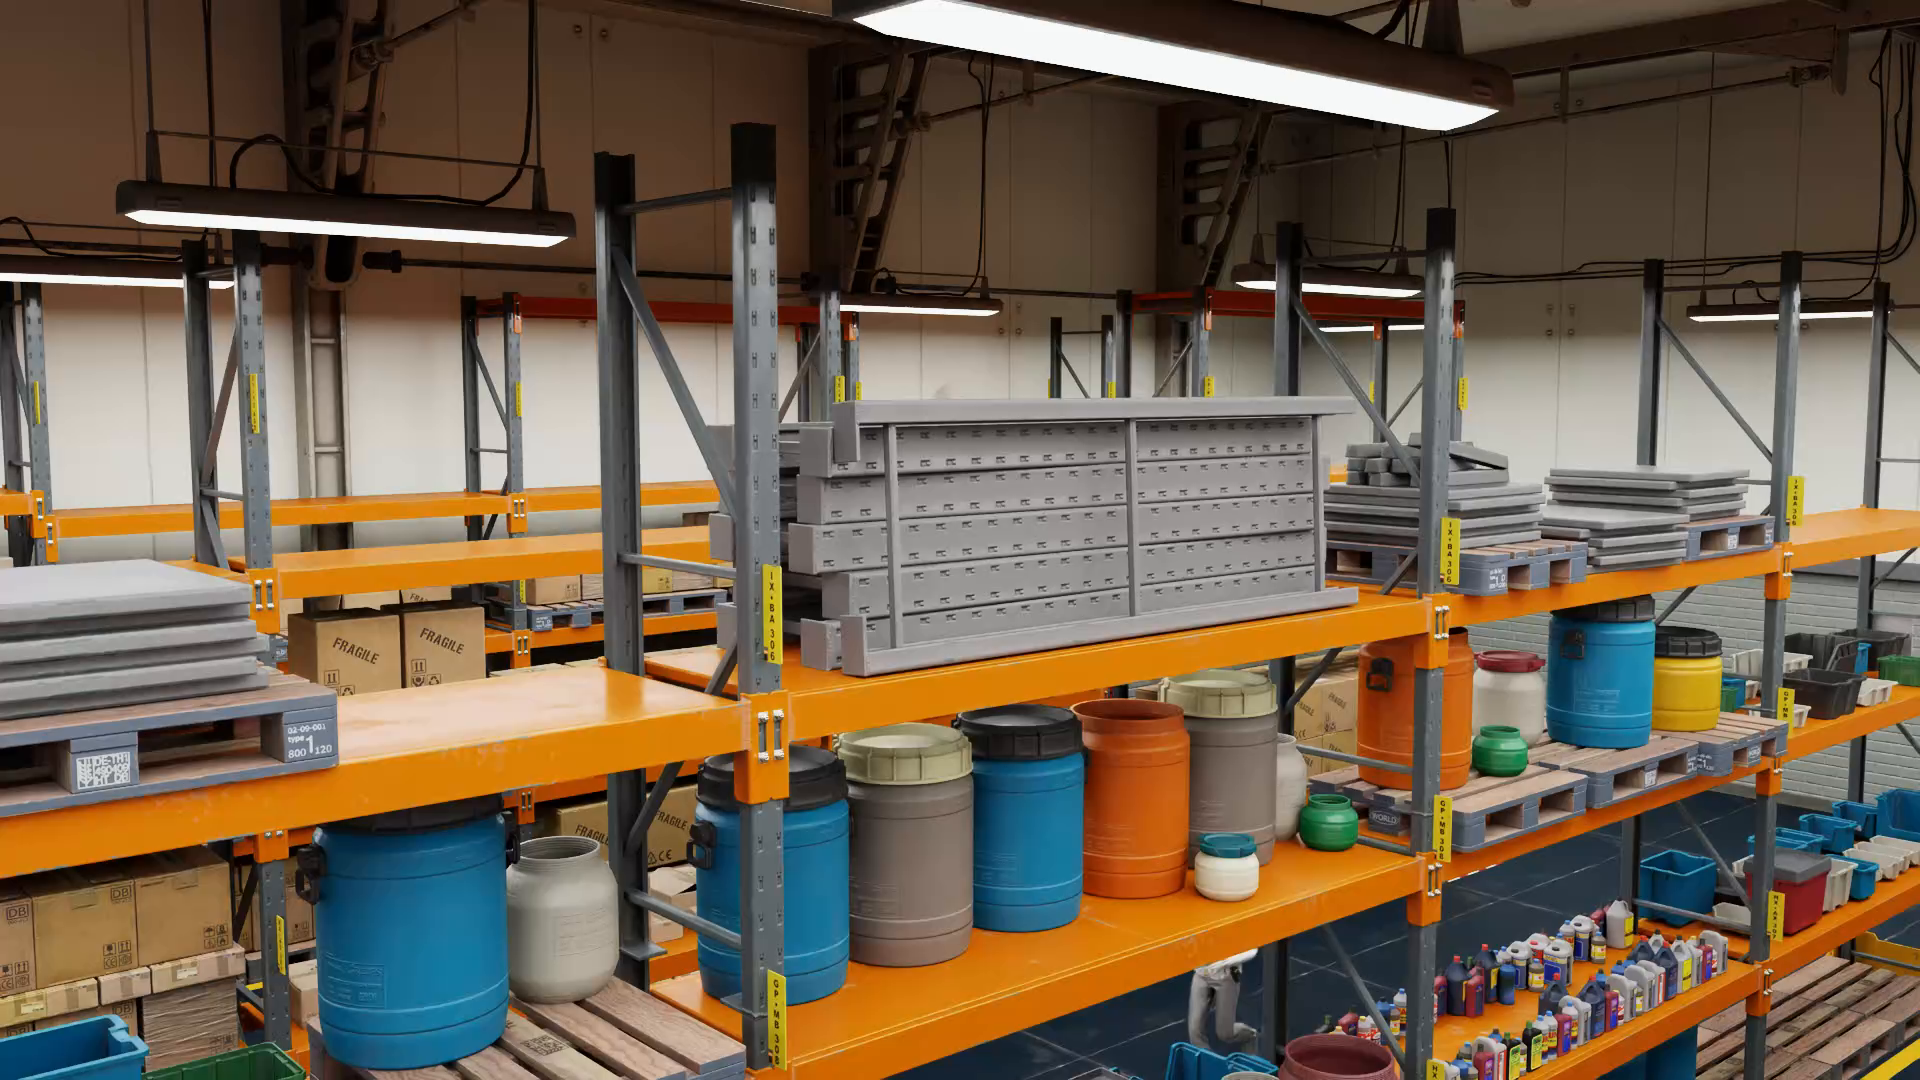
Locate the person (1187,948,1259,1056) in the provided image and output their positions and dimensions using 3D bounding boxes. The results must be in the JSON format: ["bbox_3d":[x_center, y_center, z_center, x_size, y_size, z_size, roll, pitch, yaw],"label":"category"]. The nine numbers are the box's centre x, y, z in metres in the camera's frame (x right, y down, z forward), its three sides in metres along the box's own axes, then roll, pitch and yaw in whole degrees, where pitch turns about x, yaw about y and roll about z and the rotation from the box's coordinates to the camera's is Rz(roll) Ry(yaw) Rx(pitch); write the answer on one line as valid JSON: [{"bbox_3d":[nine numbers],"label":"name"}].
[{"bbox_3d":[1.895,3.186,12.198,0.623,1.656,0.716,5,7,42],"label":"person"}]
